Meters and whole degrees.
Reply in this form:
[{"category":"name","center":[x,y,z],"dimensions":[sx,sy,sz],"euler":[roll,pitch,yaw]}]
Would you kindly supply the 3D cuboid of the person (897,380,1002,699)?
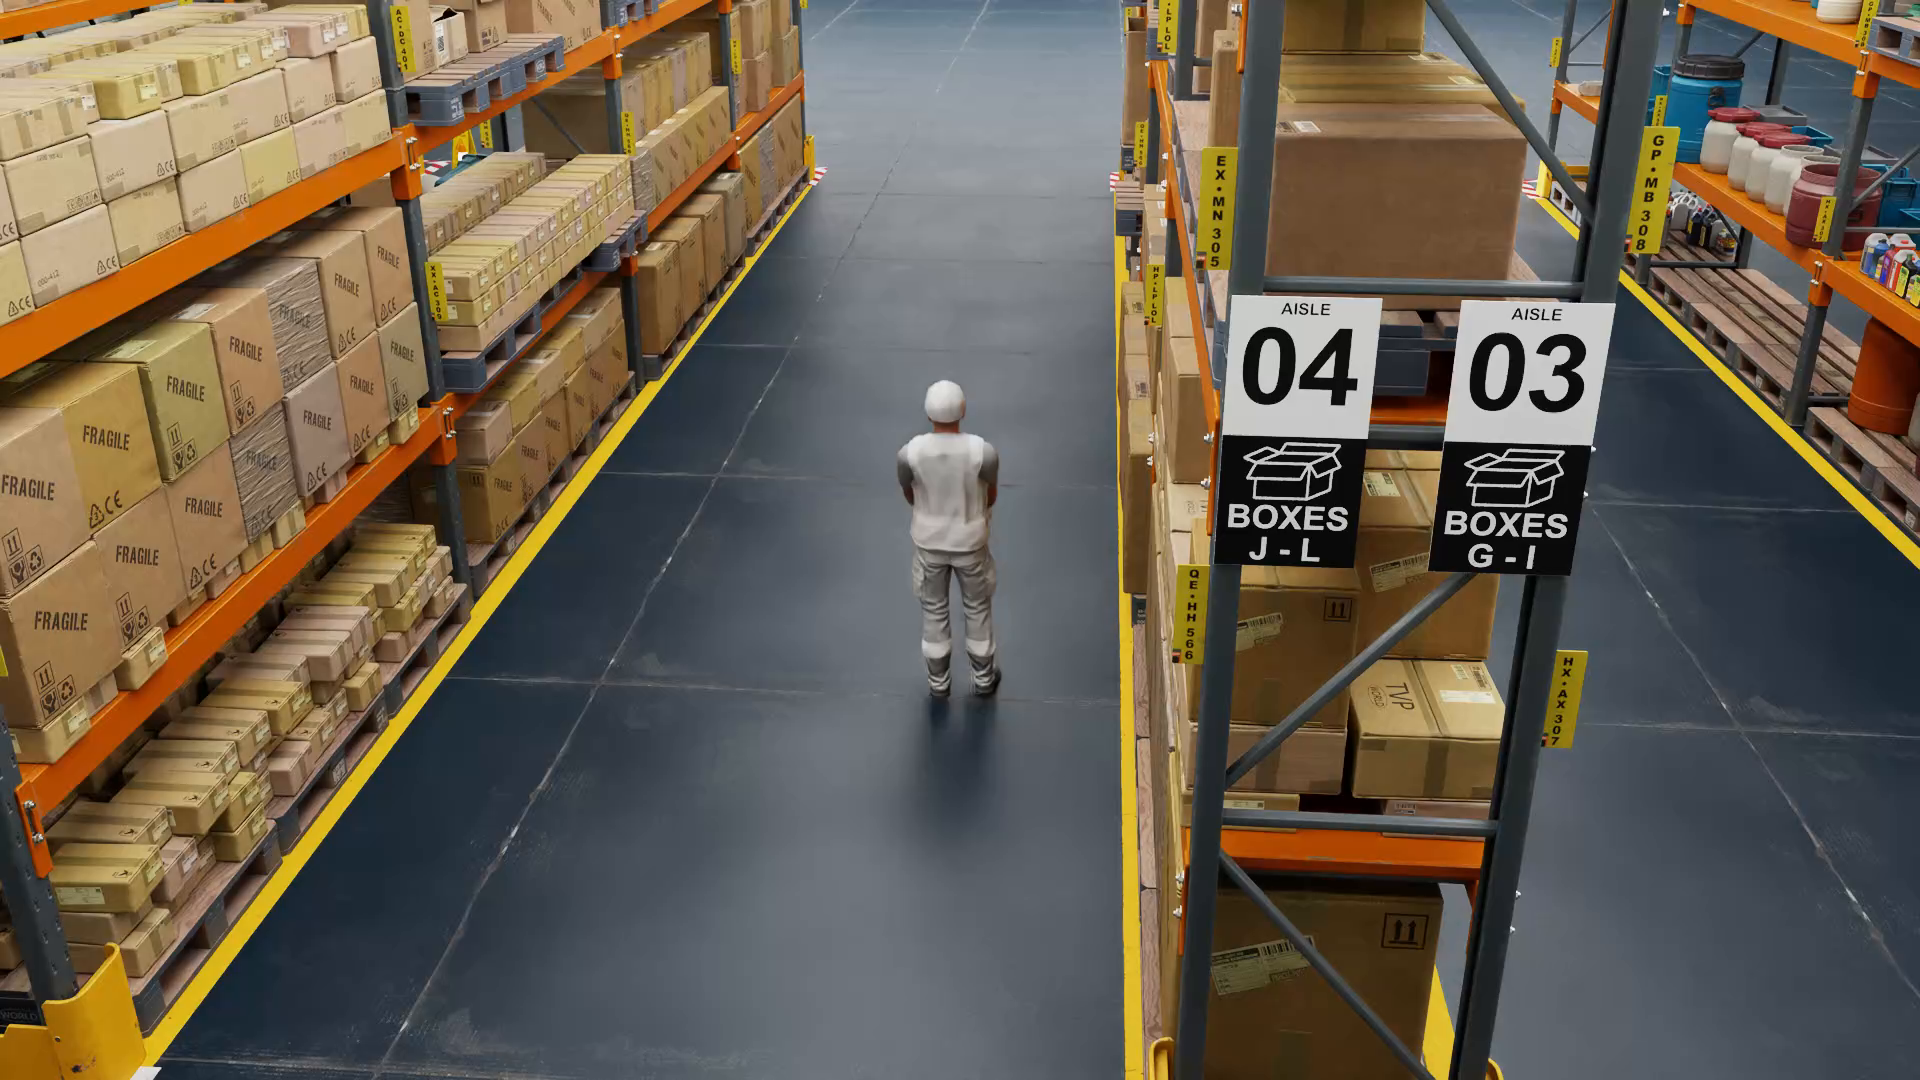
[{"category":"person","center":[-0.044,-0.022,8.617],"dimensions":[0.525,1.793,0.542],"euler":[2,24,4]}]
